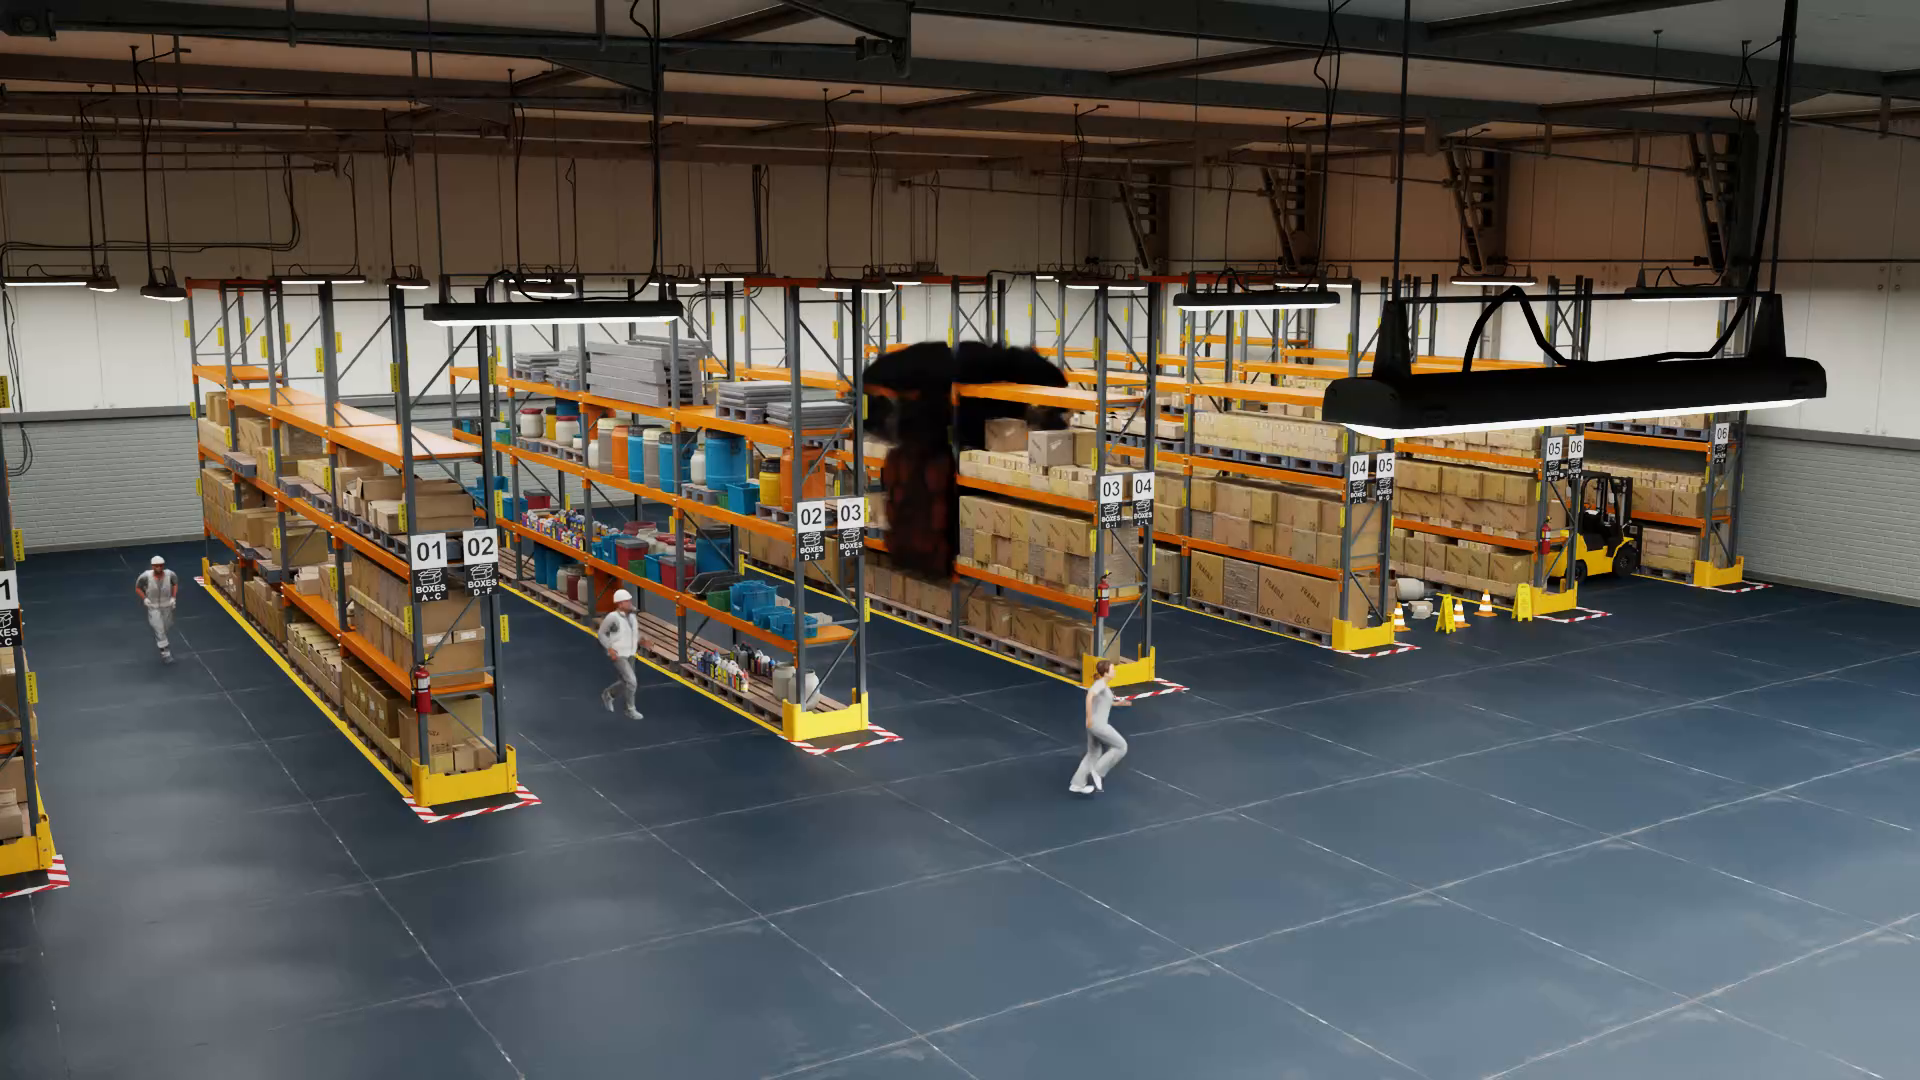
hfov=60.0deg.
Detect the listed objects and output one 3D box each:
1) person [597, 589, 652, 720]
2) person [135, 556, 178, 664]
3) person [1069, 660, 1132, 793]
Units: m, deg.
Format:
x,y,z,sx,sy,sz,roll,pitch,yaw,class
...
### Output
x,y,z,sx,sy,sz,roll,pitch,yaw,class
-4.554,1.509,22.217,0.760,1.741,0.648,5,11,27,person
-12.810,1.065,26.558,0.632,1.732,0.897,-6,11,-31,person
1.675,2.226,19.786,0.746,1.612,0.598,0,10,-2,person
